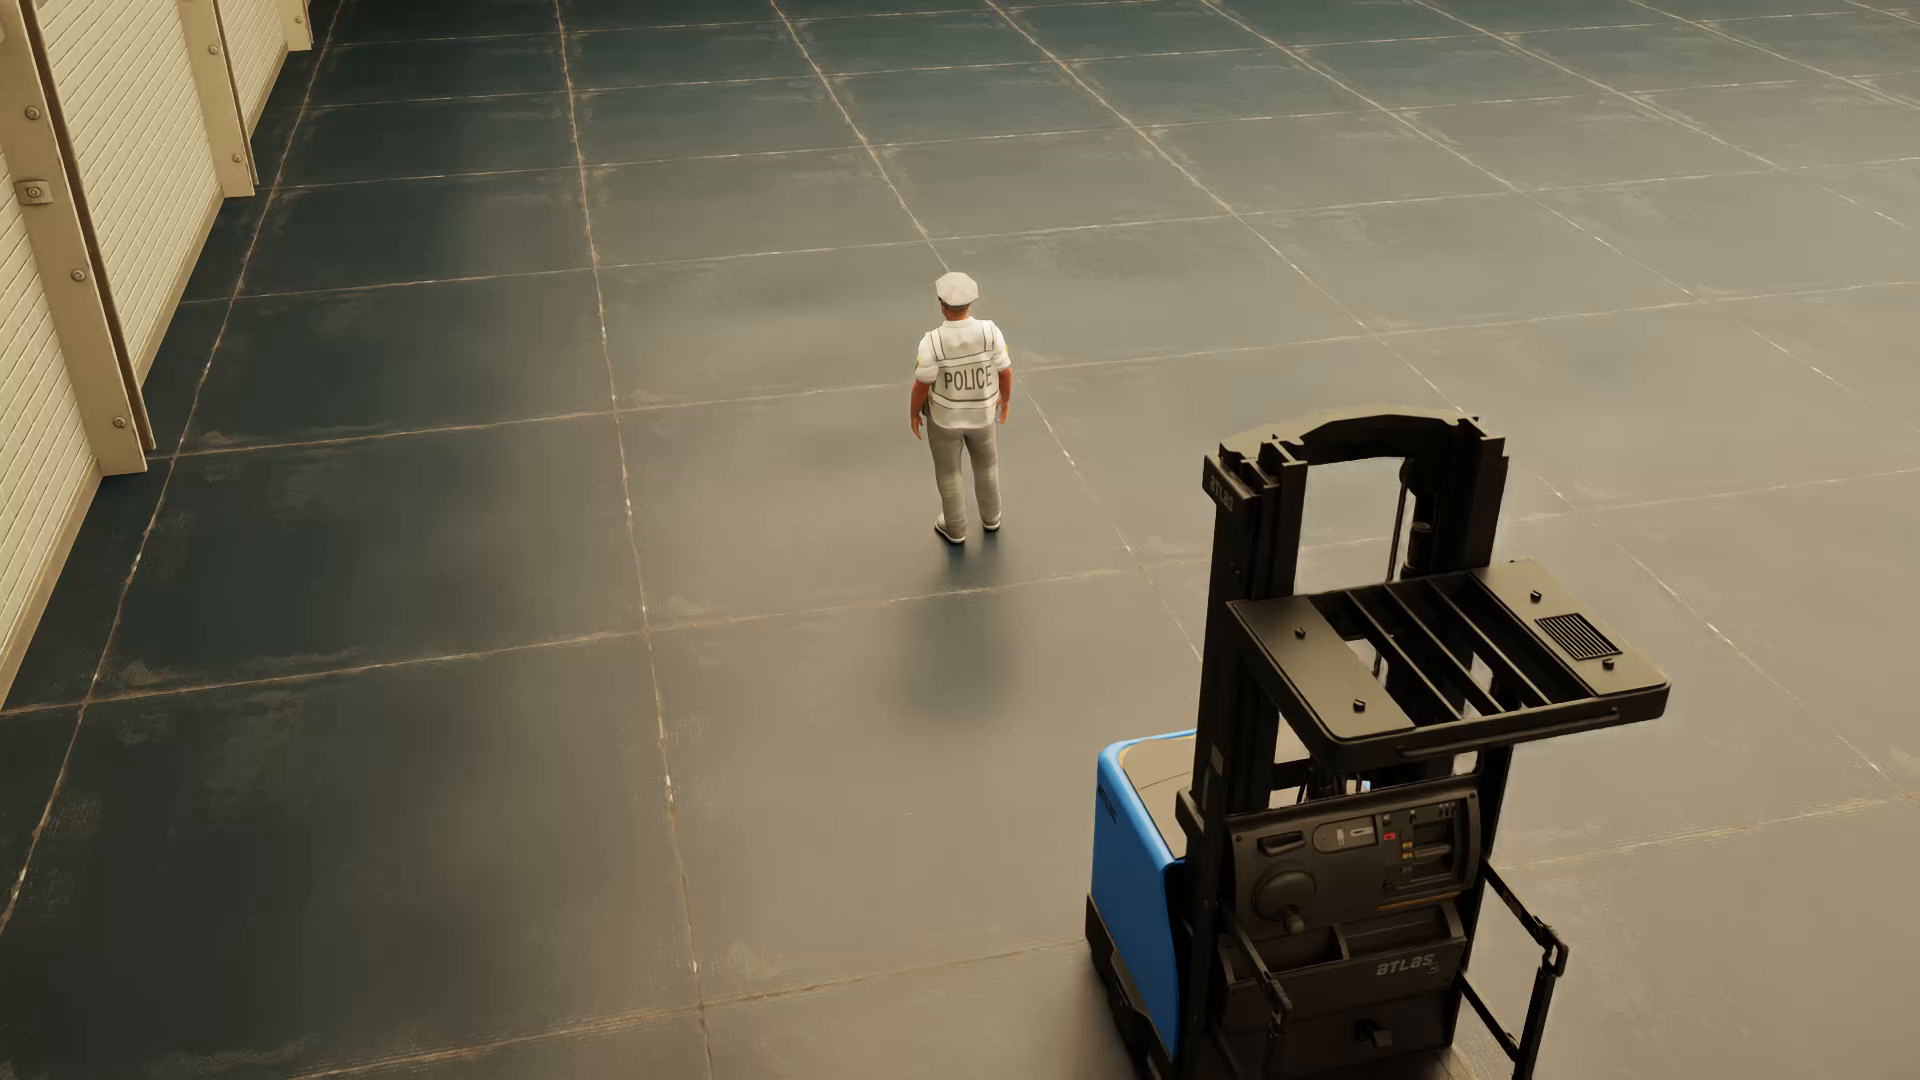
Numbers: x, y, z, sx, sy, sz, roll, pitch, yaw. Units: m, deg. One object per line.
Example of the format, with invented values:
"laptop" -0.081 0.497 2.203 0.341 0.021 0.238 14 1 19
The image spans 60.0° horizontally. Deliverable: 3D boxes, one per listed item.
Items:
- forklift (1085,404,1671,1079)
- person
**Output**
"forklift" 1.431 1.158 5.575 1.130 2.935 3.031 -8 31 -13
"person" -0.006 -0.816 10.118 0.640 1.781 0.575 -7 31 -12
